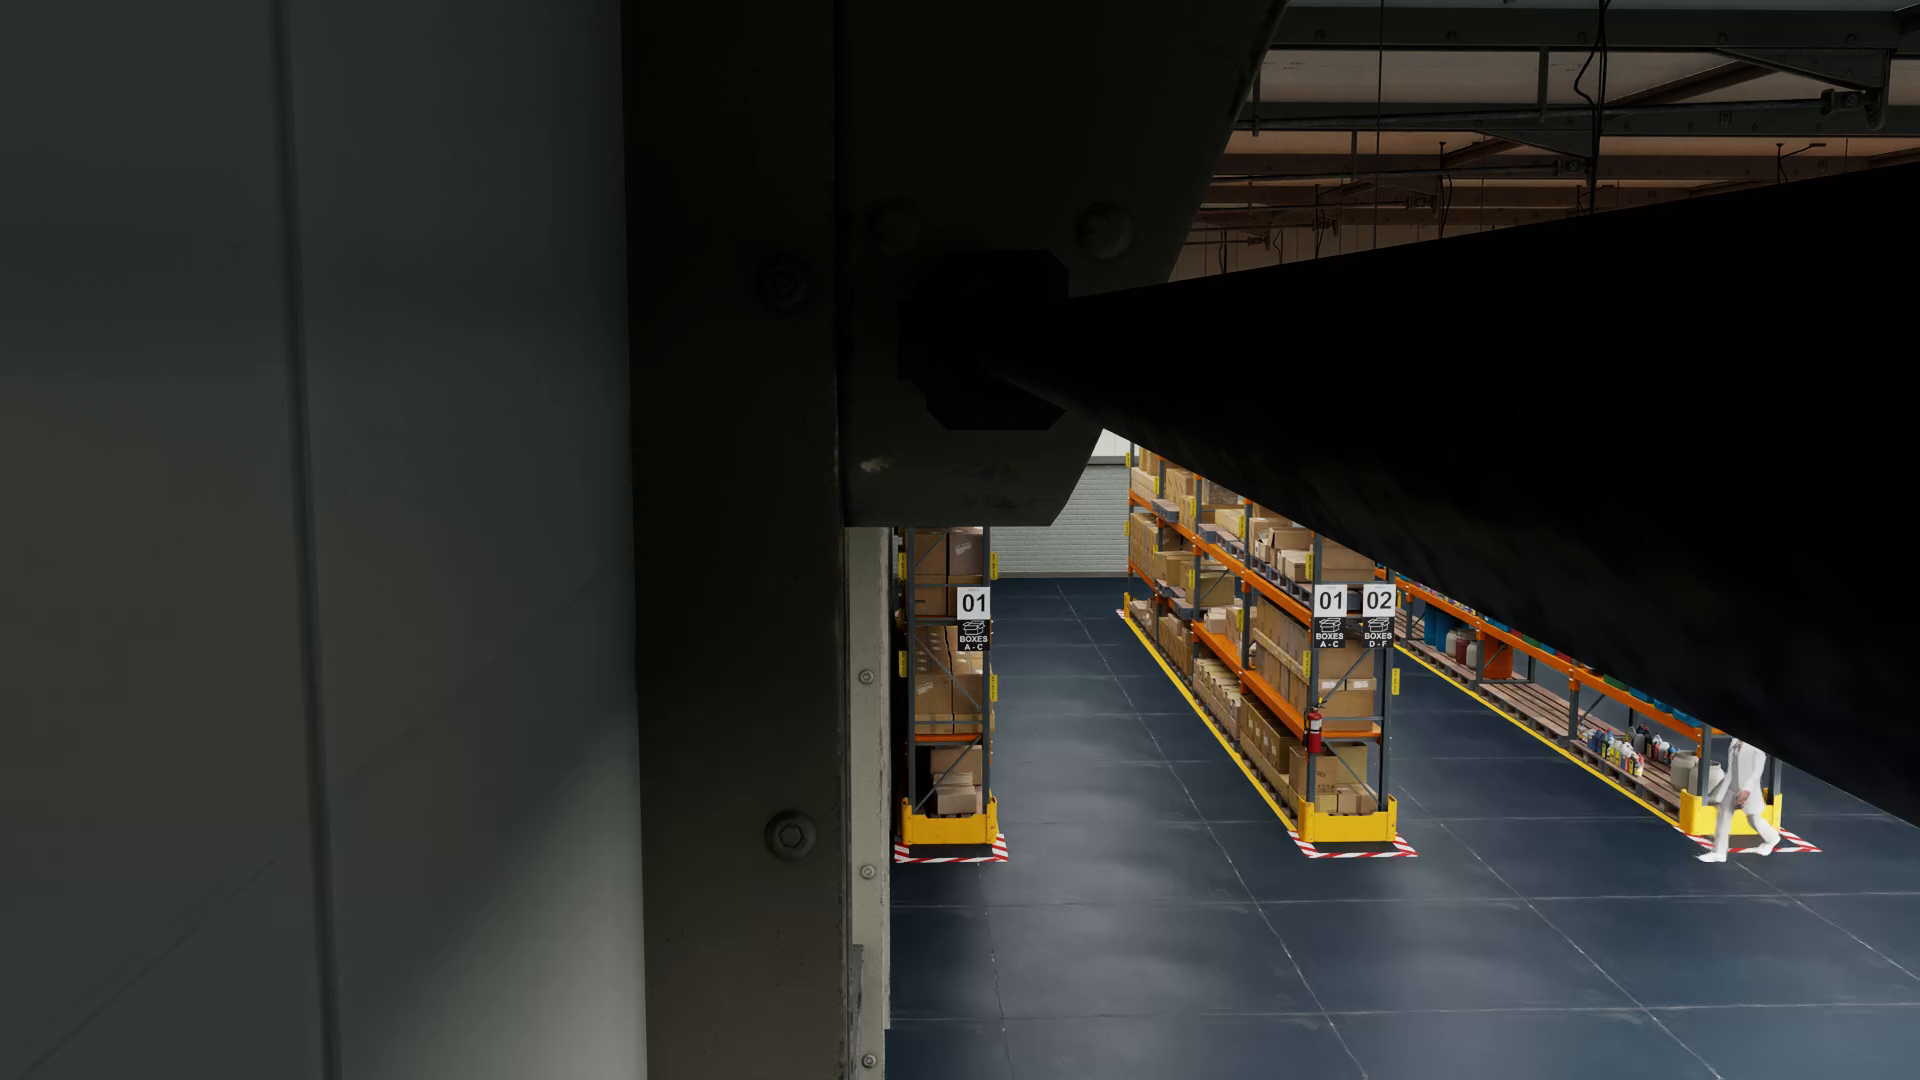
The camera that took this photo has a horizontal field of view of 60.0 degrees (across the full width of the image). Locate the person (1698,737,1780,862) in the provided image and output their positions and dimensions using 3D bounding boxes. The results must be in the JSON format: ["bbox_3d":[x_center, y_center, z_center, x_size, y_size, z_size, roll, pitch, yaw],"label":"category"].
[{"bbox_3d":[9.303,2.946,19.708,1.072,1.749,0.530,-4,9,-31],"label":"person"}]
